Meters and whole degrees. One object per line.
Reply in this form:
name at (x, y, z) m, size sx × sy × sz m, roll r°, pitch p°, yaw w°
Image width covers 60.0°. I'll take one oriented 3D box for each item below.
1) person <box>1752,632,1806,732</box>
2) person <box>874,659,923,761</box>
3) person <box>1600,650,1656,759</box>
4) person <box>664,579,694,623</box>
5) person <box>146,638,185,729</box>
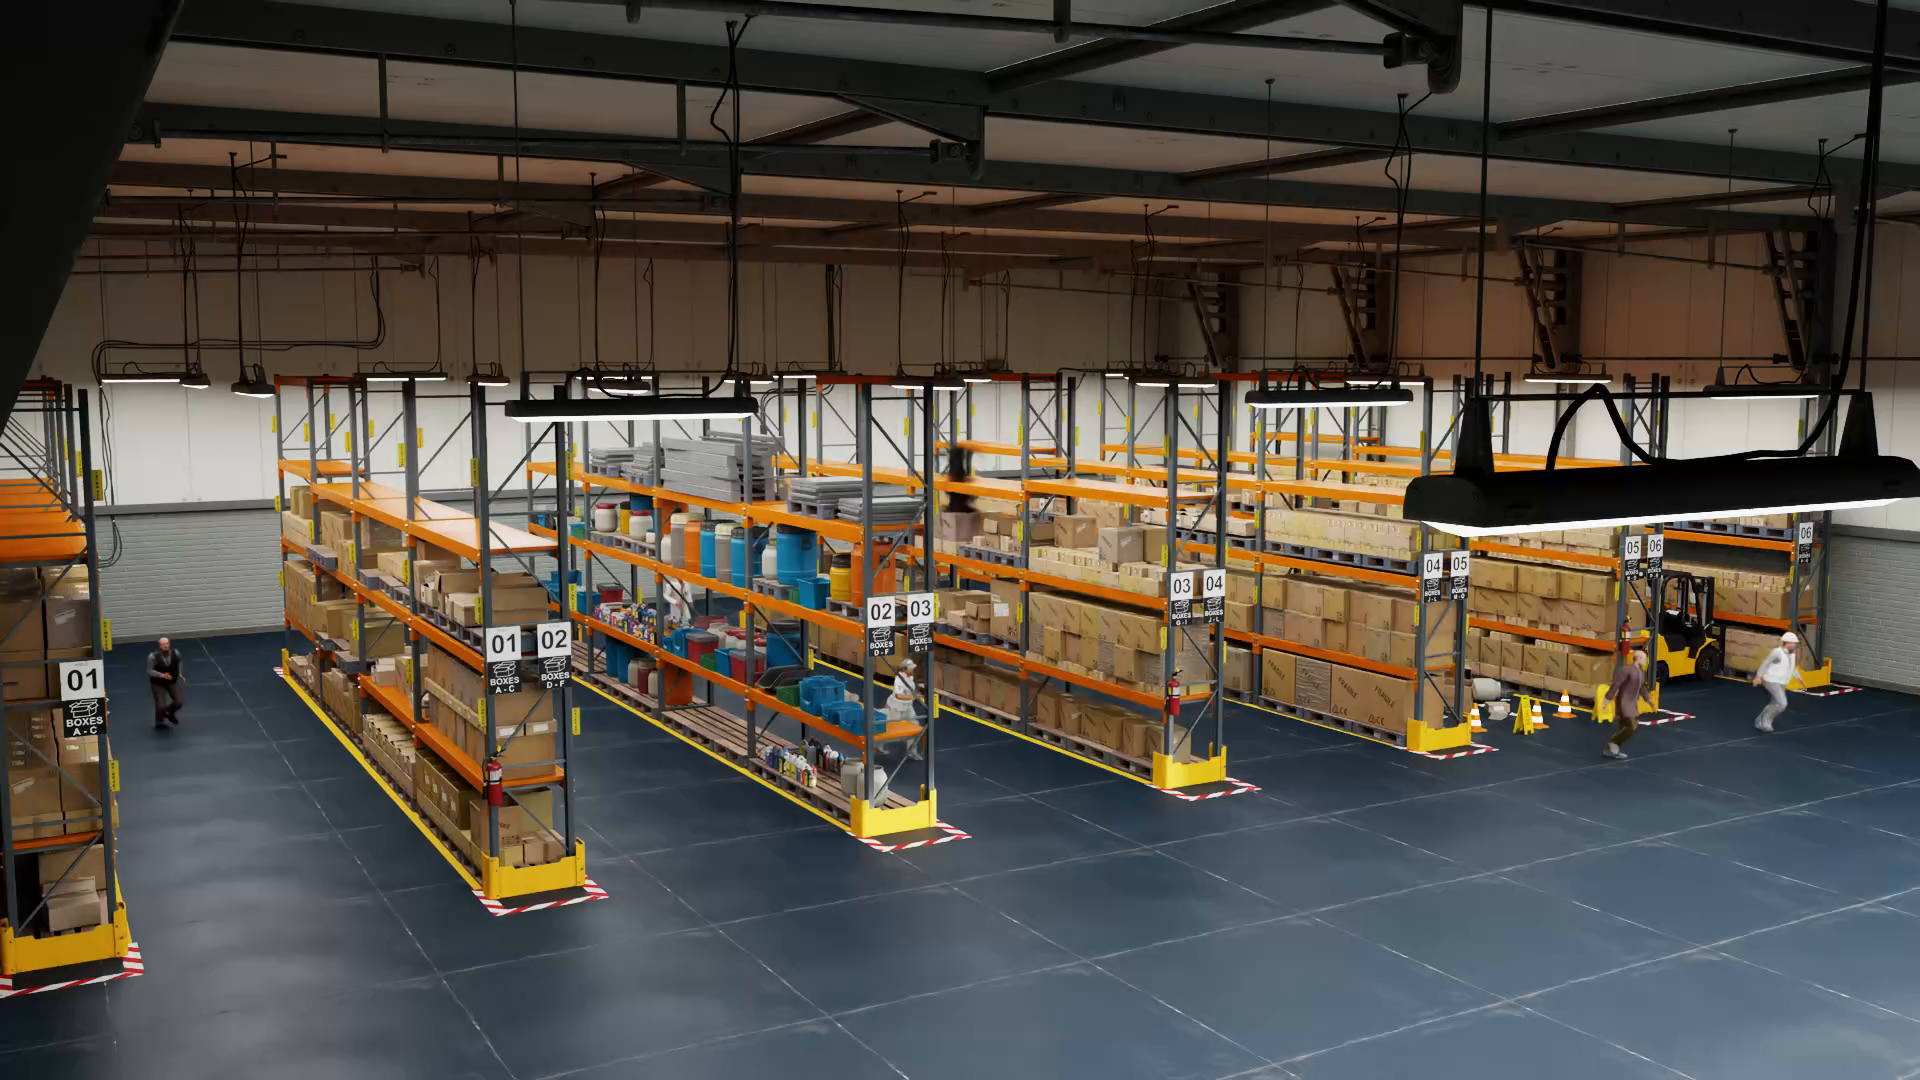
person at (13.841, 2.400, 28.101) m, size 0.645 × 1.725 × 0.718 m, roll -4°, pitch 8°, yaw -36°
person at (-0.958, 2.668, 26.211) m, size 0.946 × 1.645 × 0.602 m, roll 4°, pitch 7°, yaw 33°
person at (10.570, 2.598, 26.290) m, size 0.682 × 1.742 × 0.698 m, roll 6°, pitch 9°, yaw 43°
person at (-6.177, 1.509, 36.342) m, size 0.714 × 1.730 × 0.822 m, roll -5°, pitch 8°, yaw -39°
person at (-13.512, 2.441, 28.295) m, size 0.782 × 1.613 × 0.649 m, roll 6°, pitch 9°, yaw 44°
